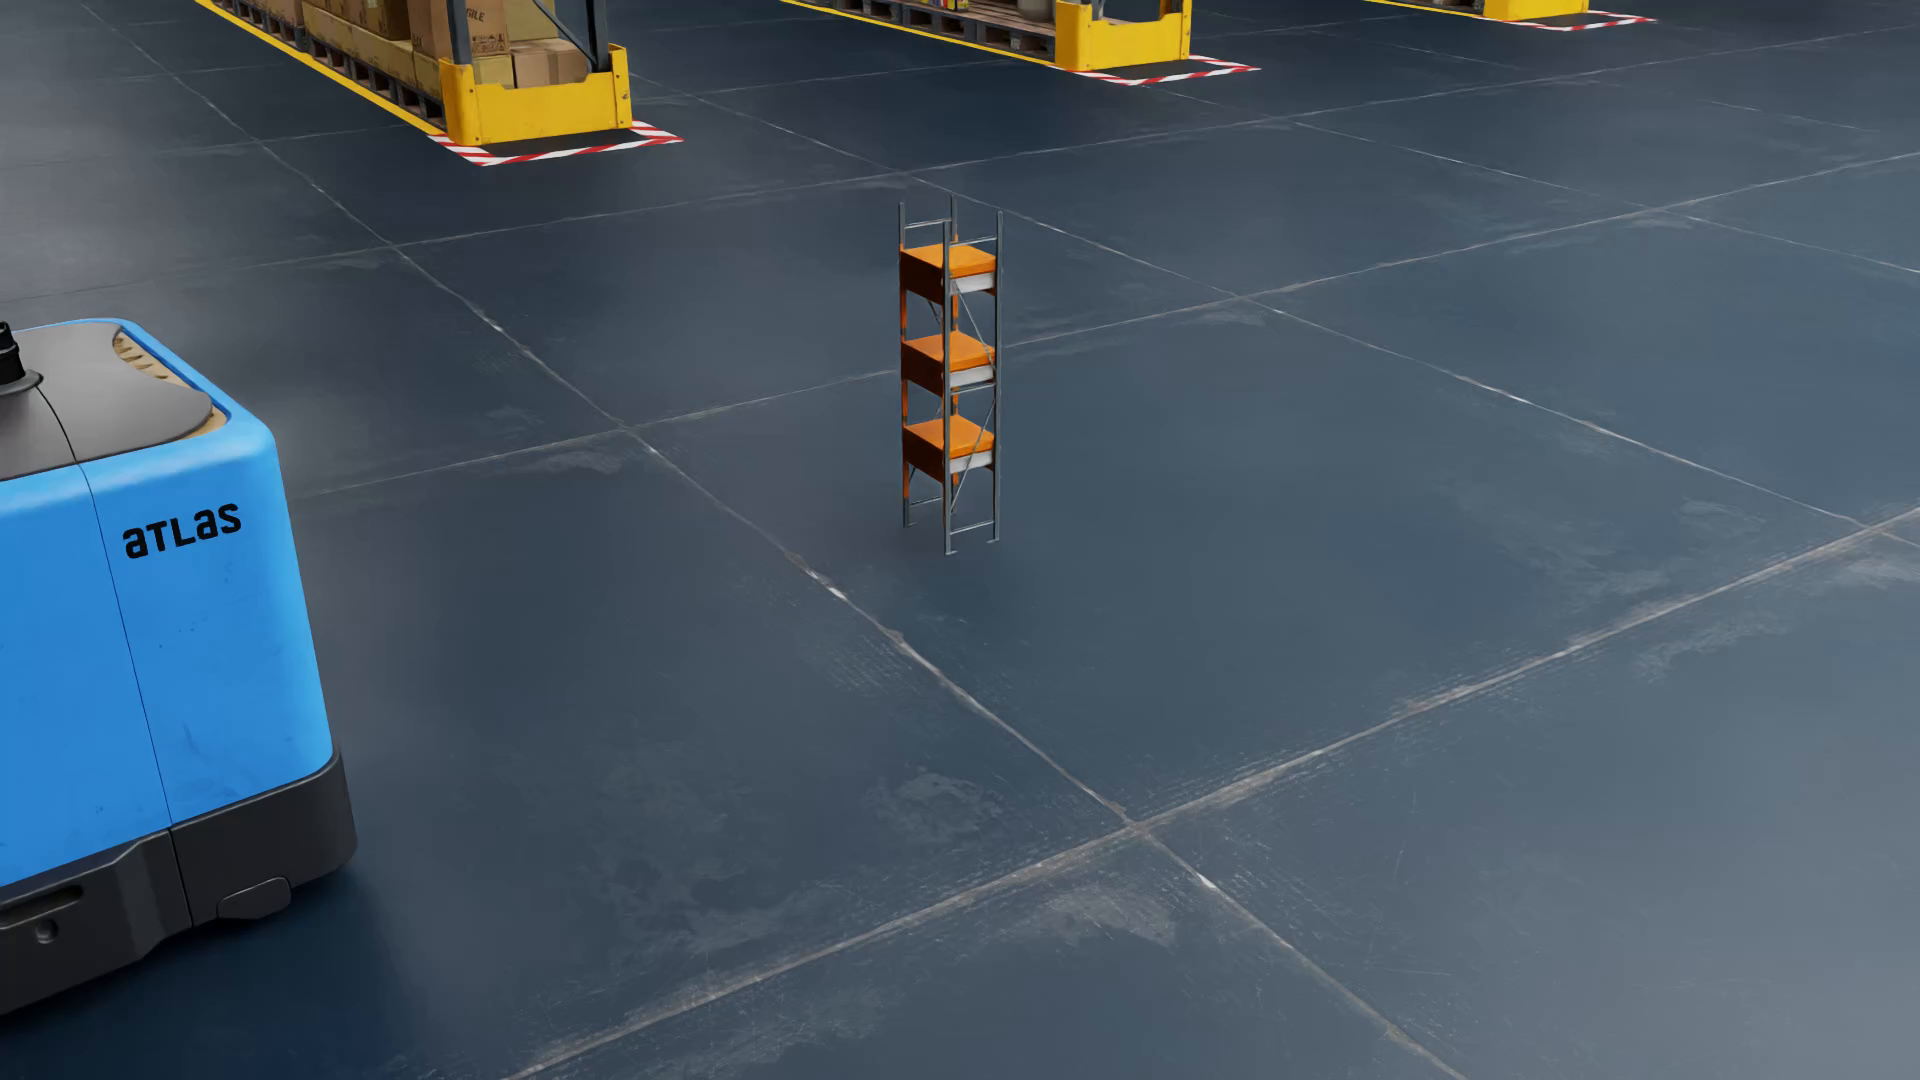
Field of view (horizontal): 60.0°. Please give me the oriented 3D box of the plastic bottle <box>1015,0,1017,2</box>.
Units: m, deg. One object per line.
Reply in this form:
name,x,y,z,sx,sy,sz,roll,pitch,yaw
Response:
plastic bottle,0.557,-4.975,14.942,0.061,0.283,0.133,-15,29,-29

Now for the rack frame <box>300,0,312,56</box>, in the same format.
rack frame,-4.942,-5.476,13.336,1.000,3.000,0.127,-16,29,-30

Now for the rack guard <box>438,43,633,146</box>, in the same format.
rack guard,-2.746,-2.906,10.821,1.175,0.500,0.348,-16,29,-30

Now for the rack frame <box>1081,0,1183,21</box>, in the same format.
rack frame,1.393,-5.198,12.748,1.000,3.000,0.127,-16,29,-30

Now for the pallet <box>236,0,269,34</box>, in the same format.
pallet,-6.047,-4.906,15.395,1.003,0.211,1.213,-16,29,-30

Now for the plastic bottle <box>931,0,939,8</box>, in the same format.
plastic bottle,-0.167,-4.866,14.720,0.152,0.276,0.135,-16,30,-31

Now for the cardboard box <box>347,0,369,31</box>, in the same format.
cardboard box,-4.131,-3.987,12.032,0.500,0.500,0.500,-16,29,-30

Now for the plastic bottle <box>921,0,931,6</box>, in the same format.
plastic bottle,-0.261,-4.958,14.827,0.144,0.351,0.185,-14,29,-27

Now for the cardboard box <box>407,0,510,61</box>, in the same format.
cardboard box,-3.301,-3.453,10.902,0.500,0.500,0.500,-16,29,-30

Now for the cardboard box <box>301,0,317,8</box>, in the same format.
cardboard box,-4.952,-4.523,13.167,0.500,0.500,0.500,-16,29,-30

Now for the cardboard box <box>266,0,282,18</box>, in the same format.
cardboard box,-5.686,-4.684,14.388,0.500,0.250,0.500,-16,30,-30

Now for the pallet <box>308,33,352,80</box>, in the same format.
pallet,-4.543,-3.921,13.308,1.003,0.211,1.213,-16,29,-30

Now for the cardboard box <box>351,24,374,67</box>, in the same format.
cardboard box,-4.128,-3.648,12.194,0.500,0.250,0.500,-16,29,-30

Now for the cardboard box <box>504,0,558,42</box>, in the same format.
cardboard box,-3.140,-3.753,11.537,0.500,0.500,0.500,-16,29,-30

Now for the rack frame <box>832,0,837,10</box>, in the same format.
rack frame,-0.790,-6.629,15.778,1.000,3.000,0.127,-16,29,-30

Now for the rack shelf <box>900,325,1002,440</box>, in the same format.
rack shelf,-0.029,-0.484,5.071,0.215,0.259,0.240,-16,29,-30

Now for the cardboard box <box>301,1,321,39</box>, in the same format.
cardboard box,-4.943,-4.186,13.332,0.500,0.250,0.500,-16,29,-30

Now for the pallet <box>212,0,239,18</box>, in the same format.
pallet,-6.709,-5.342,16.319,1.003,0.211,1.213,-16,29,-30

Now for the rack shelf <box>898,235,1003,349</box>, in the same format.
rack shelf,-0.029,-0.741,4.950,0.215,0.259,0.240,-16,29,-30

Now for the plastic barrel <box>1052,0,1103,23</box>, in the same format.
plastic barrel,0.970,-4.481,13.650,0.421,0.512,0.421,0,25,0

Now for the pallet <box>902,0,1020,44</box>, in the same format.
pallet,0.212,-4.681,14.919,1.003,0.211,1.213,-16,29,-30

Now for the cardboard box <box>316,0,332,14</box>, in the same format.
cardboard box,-4.672,-4.346,12.792,0.500,0.500,0.500,-16,29,-30

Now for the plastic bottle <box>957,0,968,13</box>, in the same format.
plastic bottle,0.024,-4.686,14.426,0.097,0.201,0.097,0,25,0

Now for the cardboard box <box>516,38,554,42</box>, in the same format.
cardboard box,-3.141,-3.413,11.696,0.500,0.250,0.500,-16,29,-30

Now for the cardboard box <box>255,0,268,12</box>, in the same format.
cardboard box,-5.966,-4.867,14.776,0.500,0.250,0.500,-15,29,-28

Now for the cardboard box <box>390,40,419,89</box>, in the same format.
cardboard box,-3.582,-3.291,11.436,0.500,0.250,0.500,-16,29,-30

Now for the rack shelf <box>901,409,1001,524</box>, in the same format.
rack shelf,-0.029,-0.233,5.190,0.215,0.259,0.240,-16,29,-30

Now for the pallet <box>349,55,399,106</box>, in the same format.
pallet,-3.873,-3.484,12.383,1.003,0.211,1.213,-16,29,-30

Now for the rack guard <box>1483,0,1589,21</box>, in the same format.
rack guard,5.502,-5.249,15.784,1.175,0.500,0.348,-16,29,-30

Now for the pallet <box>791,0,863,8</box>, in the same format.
pallet,-1.251,-5.640,16.949,1.003,0.211,1.213,-16,29,-30

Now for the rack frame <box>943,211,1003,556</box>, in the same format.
rack frame,0.037,-0.450,4.974,0.200,1.050,0.008,-16,29,-30

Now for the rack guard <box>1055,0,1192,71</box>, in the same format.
rack guard,1.313,-4.084,13.316,1.175,0.500,0.348,-16,29,-30

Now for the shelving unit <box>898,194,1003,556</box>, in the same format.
shelving unit,-0.029,-0.494,5.066,0.215,1.050,0.252,-16,29,-30

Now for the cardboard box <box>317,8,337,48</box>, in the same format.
cardboard box,-4.675,-4.006,12.951,0.500,0.250,0.500,-16,29,-30

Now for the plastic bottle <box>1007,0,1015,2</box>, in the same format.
plastic bottle,0.478,-5.007,15.023,0.097,0.271,0.097,0,25,0

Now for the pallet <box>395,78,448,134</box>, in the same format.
pallet,-3.211,-3.048,11.459,1.003,0.211,1.213,-16,29,-30

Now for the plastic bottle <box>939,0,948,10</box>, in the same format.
plastic bottle,-0.091,-4.817,14.615,0.152,0.276,0.135,-15,29,-29

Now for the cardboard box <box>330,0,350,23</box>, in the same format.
cardboard box,-4.406,-4.165,12.410,0.500,0.500,0.500,-16,29,-30

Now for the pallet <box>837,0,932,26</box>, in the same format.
pallet,-0.458,-5.118,15.844,1.003,0.211,1.213,-16,29,-30

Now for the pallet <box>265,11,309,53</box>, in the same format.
pallet,-5.377,-4.469,14.470,1.003,0.211,1.213,-16,29,-30

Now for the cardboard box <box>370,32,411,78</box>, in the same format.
cardboard box,-3.857,-3.469,11.814,0.500,0.250,0.500,-16,29,-30

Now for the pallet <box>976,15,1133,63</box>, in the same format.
pallet,0.874,-4.245,13.995,1.003,0.211,1.213,-16,29,-30

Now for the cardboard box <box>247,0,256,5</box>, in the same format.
cardboard box,-6.242,-5.050,15.162,0.500,0.250,0.500,-15,29,-29

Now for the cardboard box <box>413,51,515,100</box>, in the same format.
cardboard box,-3.299,-3.115,11.063,0.500,0.250,0.500,-16,29,-30

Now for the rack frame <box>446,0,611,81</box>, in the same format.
rack frame,-2.759,-4.045,10.305,1.000,3.000,0.127,-16,29,-30

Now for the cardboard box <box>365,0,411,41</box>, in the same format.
cardboard box,-3.859,-3.808,11.652,0.500,0.500,0.500,-16,29,-30

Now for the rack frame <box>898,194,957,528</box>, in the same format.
rack frame,-0.096,-0.538,5.159,0.200,1.050,0.008,-16,29,-30

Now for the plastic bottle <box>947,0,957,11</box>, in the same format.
plastic bottle,-0.055,-4.761,14.488,0.061,0.283,0.133,-15,29,-28

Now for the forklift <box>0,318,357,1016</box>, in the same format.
forklift,-2.774,-0.326,2.507,3.031,2.935,1.130,-20,32,-36

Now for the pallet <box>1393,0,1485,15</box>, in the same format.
pallet,5.088,-5.417,16.479,1.003,0.211,1.213,-16,29,-30

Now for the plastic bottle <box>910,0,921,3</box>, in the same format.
plastic bottle,-0.362,-5.025,14.968,0.144,0.351,0.185,-16,30,-30

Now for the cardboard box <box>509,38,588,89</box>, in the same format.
cardboard box,-2.865,-3.235,11.319,0.500,0.250,0.500,-16,29,-30

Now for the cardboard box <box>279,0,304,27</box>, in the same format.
cardboard box,-5.412,-4.503,14.004,0.500,0.250,0.500,-16,30,-30

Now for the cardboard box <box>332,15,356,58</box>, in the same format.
cardboard box,-4.406,-3.826,12.569,0.500,0.250,0.500,-16,29,-30

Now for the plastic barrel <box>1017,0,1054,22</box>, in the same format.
plastic barrel,0.697,-4.660,14.030,0.421,0.512,0.421,0,25,0
